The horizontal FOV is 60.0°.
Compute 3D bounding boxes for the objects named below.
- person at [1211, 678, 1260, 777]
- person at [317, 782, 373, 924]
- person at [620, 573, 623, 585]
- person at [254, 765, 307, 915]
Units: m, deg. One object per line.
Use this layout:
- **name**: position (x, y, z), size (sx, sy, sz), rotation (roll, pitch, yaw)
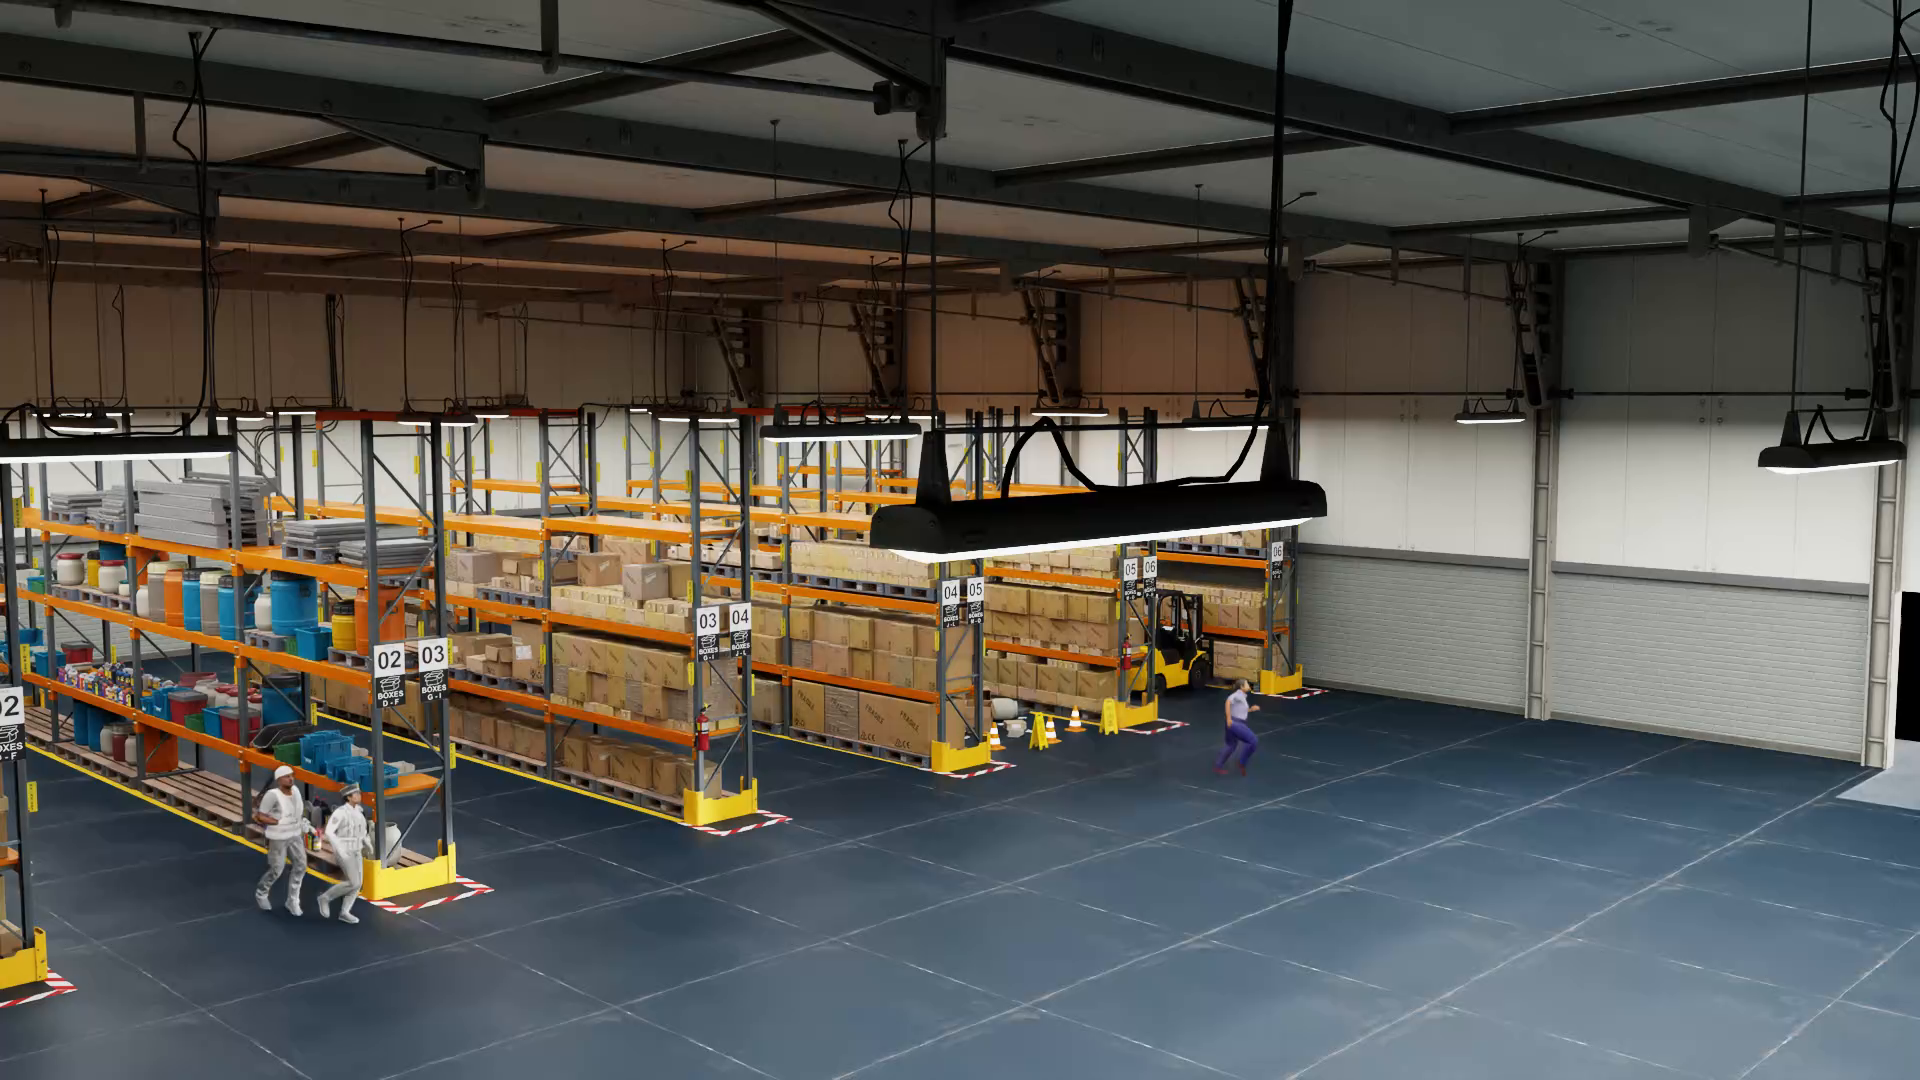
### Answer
- **person**: position (4.545, 3.093, 27.390), size (0.796, 1.644, 0.630), rotation (0, 5, 3)
- **person**: position (-7.381, 3.740, 20.053), size (0.532, 1.640, 0.653), rotation (1, 5, 12)
- **person**: position (-9.002, 1.620, 43.849), size (0.727, 1.679, 0.697), rotation (-2, 5, -21)
- **person**: position (-8.291, 3.670, 20.295), size (0.697, 1.859, 0.713), rotation (2, 5, 22)
